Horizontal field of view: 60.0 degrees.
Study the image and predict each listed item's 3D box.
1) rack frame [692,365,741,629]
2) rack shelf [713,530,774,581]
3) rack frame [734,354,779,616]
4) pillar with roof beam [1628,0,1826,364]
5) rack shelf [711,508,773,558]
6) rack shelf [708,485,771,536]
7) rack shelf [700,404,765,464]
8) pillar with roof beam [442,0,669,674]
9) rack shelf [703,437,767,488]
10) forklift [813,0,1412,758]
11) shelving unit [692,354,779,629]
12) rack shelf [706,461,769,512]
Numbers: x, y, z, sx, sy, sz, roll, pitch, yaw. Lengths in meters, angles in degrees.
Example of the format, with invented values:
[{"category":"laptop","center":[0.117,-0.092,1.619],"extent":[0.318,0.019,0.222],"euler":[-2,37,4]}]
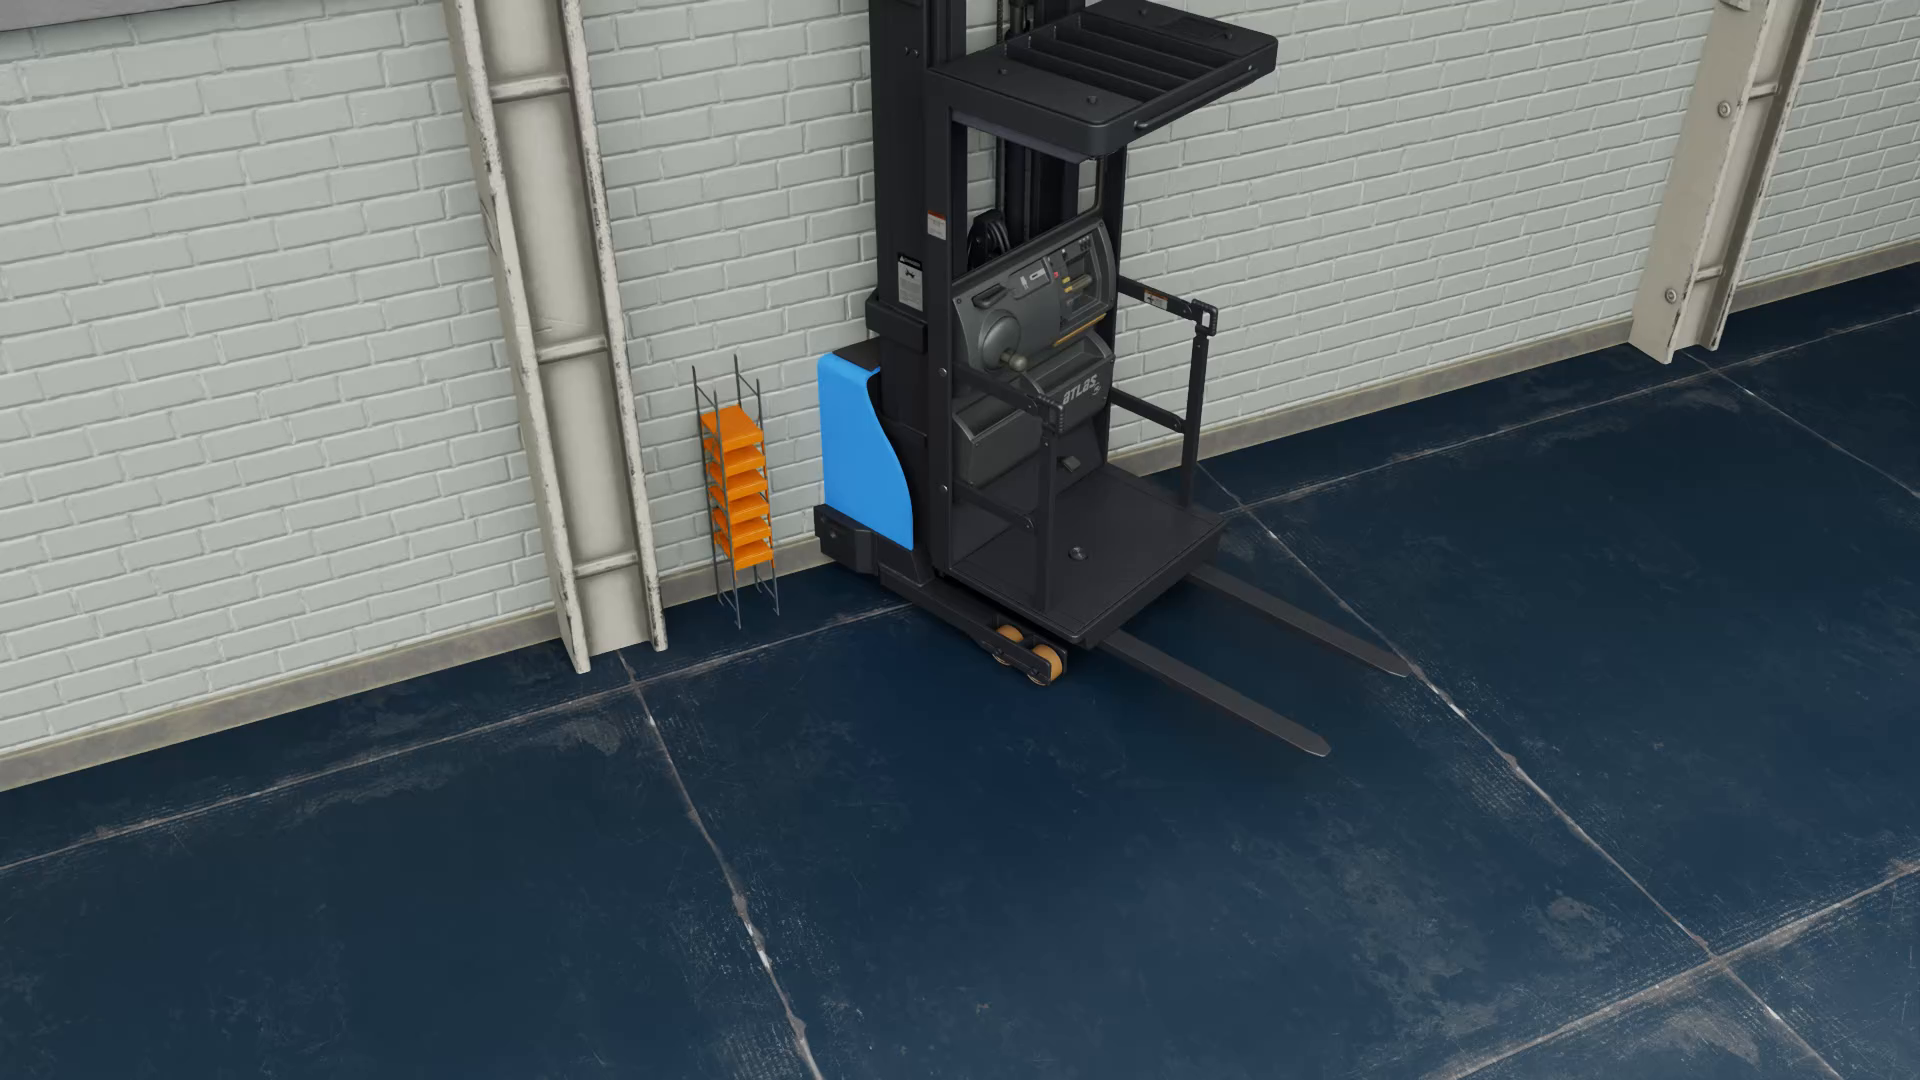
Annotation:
[{"category":"rack frame","center":[-1.016,-0.158,6.955],"extent":[0.006,1.200,0.240],"euler":[-19,41,-24]},{"category":"rack shelf","center":[-0.936,0.044,7.162],"extent":[0.180,0.103,0.258],"euler":[-19,41,-24]},{"category":"rack frame","center":[-0.857,-0.212,7.029],"extent":[0.006,1.200,0.240],"euler":[-19,41,-24]},{"category":"pillar with roof beam","center":[5.768,-2.380,3.405],"extent":[0.400,9.000,9.100],"euler":[-16,39,-20]},{"category":"rack shelf","center":[-0.936,-0.053,7.090],"extent":[0.180,0.103,0.258],"euler":[-19,41,-24]},{"category":"rack shelf","center":[-0.936,-0.149,7.019],"extent":[0.180,0.103,0.258],"euler":[-19,41,-24]},{"category":"rack shelf","center":[-0.936,-0.438,6.804],"extent":[0.180,0.103,0.258],"euler":[-19,41,-24]},{"category":"pillar with roof beam","center":[0.337,-0.862,1.358],"extent":[0.400,9.000,9.100],"euler":[-16,39,-20]},{"category":"rack shelf","center":[-0.936,-0.342,6.876],"extent":[0.180,0.103,0.258],"euler":[-19,41,-24]},{"category":"forklift","center":[0.467,-0.928,6.541],"extent":[3.031,2.935,1.130],"euler":[28,45,32]},{"category":"shelving unit","center":[-0.936,-0.185,6.992],"extent":[0.189,1.200,0.258],"euler":[-19,41,-24]},{"category":"rack shelf","center":[-0.936,-0.246,6.947],"extent":[0.180,0.103,0.258],"euler":[-19,41,-24]}]
